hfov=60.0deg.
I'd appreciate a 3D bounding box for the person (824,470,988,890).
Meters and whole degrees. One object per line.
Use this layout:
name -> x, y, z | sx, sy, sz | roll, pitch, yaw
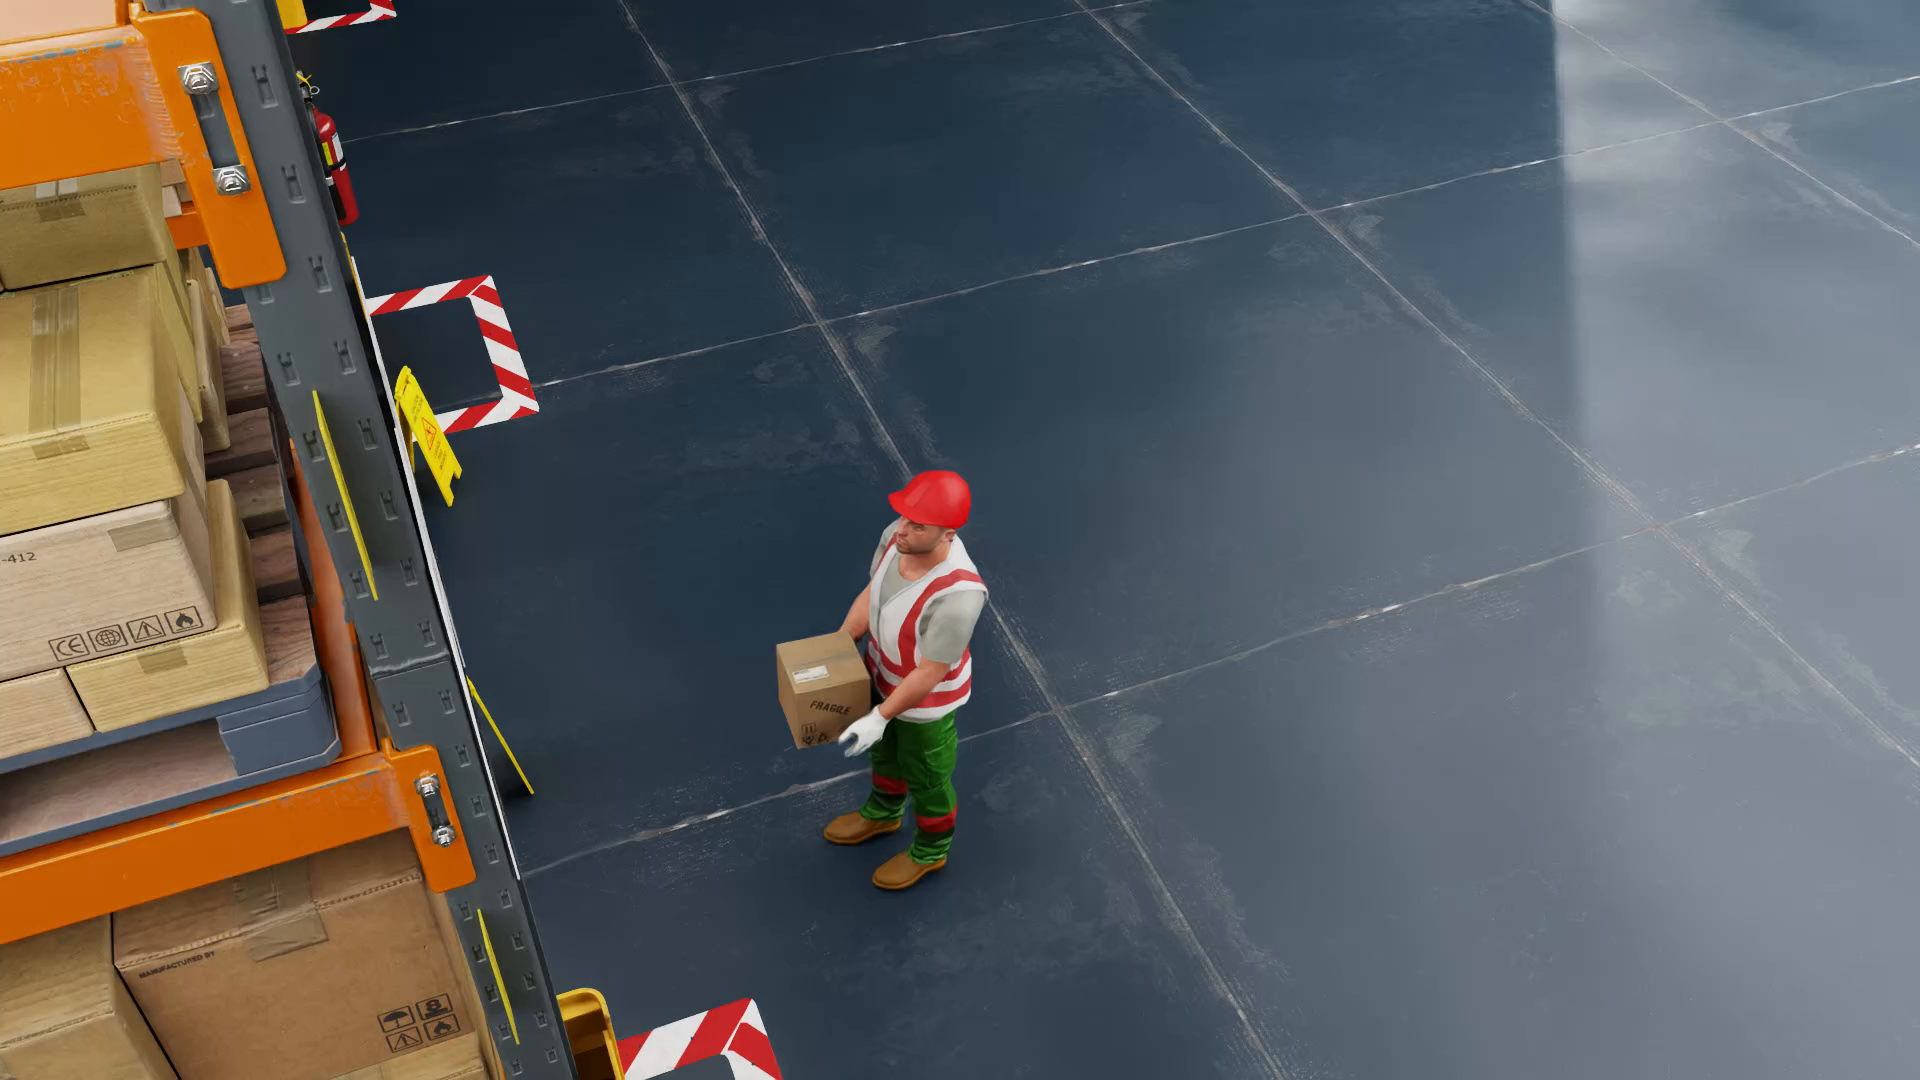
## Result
person -> -0.220, 0.509, 5.558 | 0.538, 1.793, 0.536 | -19, 45, -20
